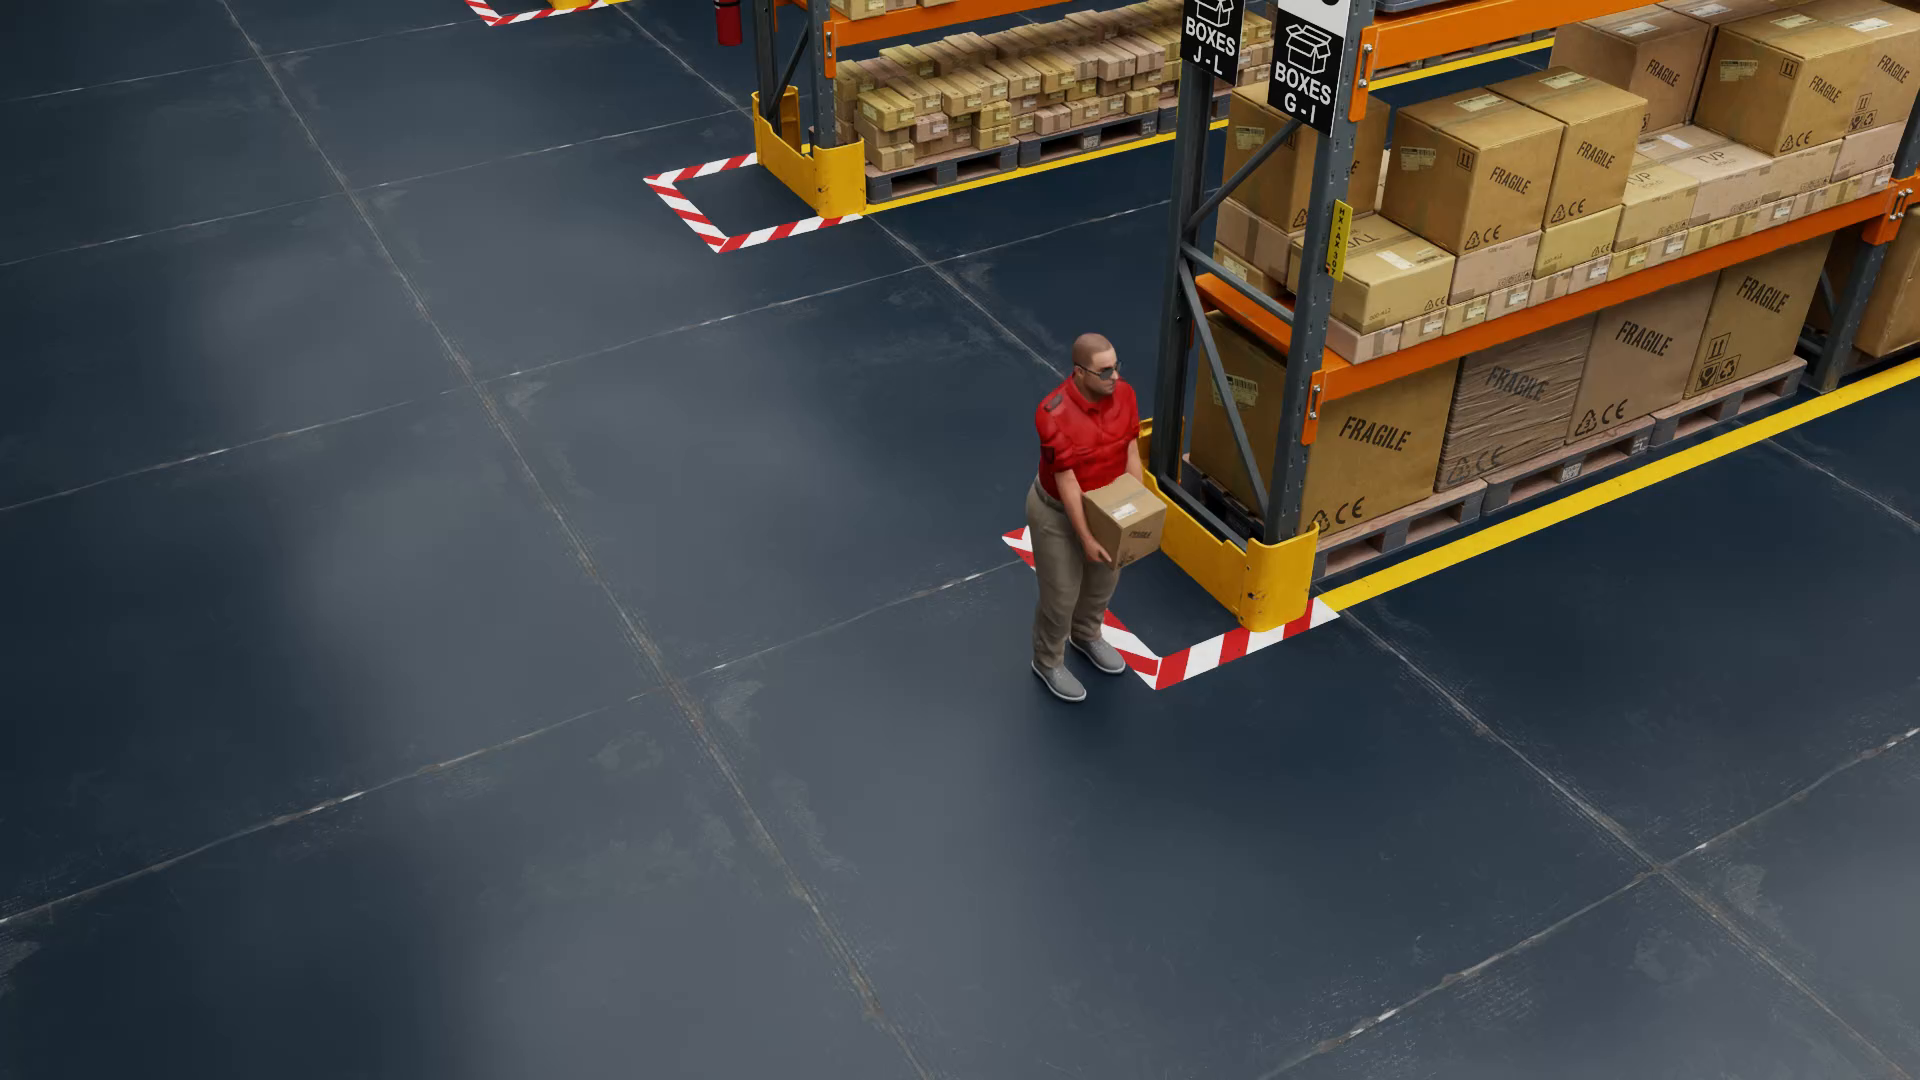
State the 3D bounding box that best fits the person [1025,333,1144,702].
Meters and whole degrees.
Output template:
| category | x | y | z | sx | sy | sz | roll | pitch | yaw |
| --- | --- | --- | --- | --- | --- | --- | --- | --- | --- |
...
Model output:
| category | x | y | z | sx | sy | sz | roll | pitch | yaw |
| --- | --- | --- | --- | --- | --- | --- | --- | --- | --- |
| person | 0.568 | -0.085 | 7.066 | 0.489 | 1.726 | 0.554 | -25 | 43 | -30 |
